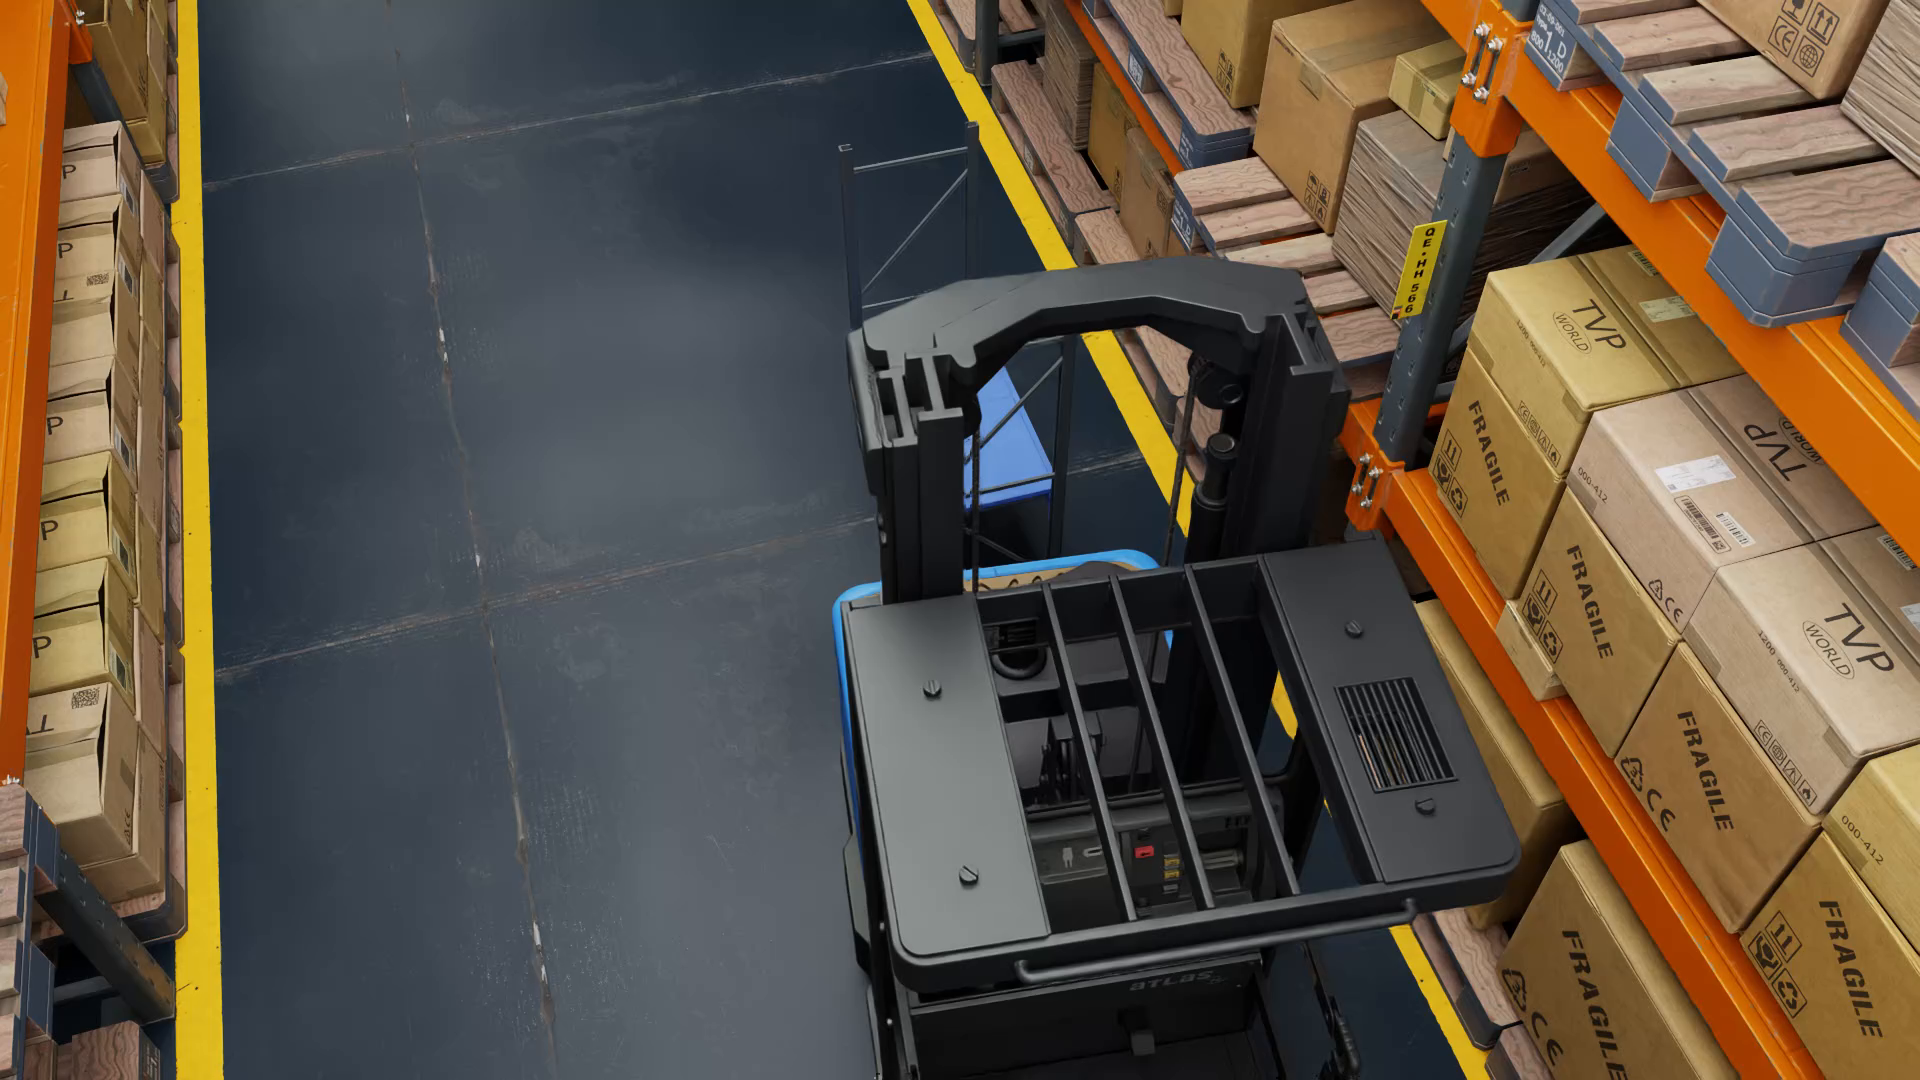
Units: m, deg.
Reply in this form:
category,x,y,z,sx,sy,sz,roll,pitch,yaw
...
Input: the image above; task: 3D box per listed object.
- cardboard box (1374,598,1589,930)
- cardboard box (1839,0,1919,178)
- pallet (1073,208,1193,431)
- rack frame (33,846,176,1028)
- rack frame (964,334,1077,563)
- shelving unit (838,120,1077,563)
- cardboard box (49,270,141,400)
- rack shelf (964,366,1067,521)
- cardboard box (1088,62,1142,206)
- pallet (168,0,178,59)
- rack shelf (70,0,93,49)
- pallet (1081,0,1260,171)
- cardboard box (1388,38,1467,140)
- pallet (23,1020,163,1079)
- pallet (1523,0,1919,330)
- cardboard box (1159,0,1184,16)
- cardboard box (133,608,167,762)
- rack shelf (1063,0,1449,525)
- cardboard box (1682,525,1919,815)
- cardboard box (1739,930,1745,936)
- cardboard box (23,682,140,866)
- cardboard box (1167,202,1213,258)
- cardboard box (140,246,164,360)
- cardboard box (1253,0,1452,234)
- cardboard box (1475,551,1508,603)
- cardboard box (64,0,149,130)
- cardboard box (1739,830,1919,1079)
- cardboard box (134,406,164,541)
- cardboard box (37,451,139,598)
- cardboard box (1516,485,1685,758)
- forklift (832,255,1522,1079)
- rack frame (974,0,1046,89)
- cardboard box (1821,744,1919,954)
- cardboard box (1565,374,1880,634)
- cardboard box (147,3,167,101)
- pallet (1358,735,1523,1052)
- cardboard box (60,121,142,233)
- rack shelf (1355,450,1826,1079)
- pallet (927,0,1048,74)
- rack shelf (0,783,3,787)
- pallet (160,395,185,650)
category,x,y,z,sx,sy,sz,roll,pitch,yaw
cardboard box,1.846,0.618,5.189,0.750,0.750,0.750,-14,51,-11
cardboard box,2.159,-0.931,3.048,0.700,0.500,0.500,-16,52,-13
pallet,1.167,-1.068,7.302,1.003,0.211,1.213,-13,51,-11
rack frame,-2.978,0.616,4.058,1.000,3.000,0.127,-13,51,-11
rack frame,0.125,-0.174,5.706,0.500,1.500,0.032,-13,51,-11
shelving unit,-0.025,-0.546,6.019,0.538,1.500,1.048,-13,51,-11
cardboard box,-3.462,-0.761,6.376,0.500,0.311,0.500,-13,51,-11
rack shelf,-0.025,-0.430,6.156,0.538,0.185,1.000,-13,51,-11
cardboard box,1.005,-1.864,7.497,0.700,0.500,0.500,-14,51,-12
pallet,-4.720,-2.890,8.838,1.003,0.211,1.213,-13,51,-11
rack shelf,-4.752,-3.534,8.028,1.077,0.370,4.000,-13,51,-11
pallet,1.129,-1.881,6.289,1.003,0.211,1.213,-13,51,-11
cardboard box,1.514,-1.367,4.953,0.380,0.149,0.250,-21,53,-17
pallet,-2.793,2.069,4.658,1.003,0.211,1.213,-13,51,-11
pallet,1.995,-0.954,3.544,1.213,0.211,1.003,-11,51,-9
cardboard box,1.071,-2.339,6.197,0.700,0.500,0.500,-7,50,-6
cardboard box,-3.001,0.551,5.637,0.500,0.250,0.500,-15,51,-12
rack shelf,1.162,-1.736,6.511,1.077,0.370,4.000,-13,51,-11
cardboard box,1.953,0.264,3.592,0.500,0.250,0.500,-13,51,-11
cardboard box,2.037,0.794,4.060,0.380,0.149,0.250,-13,51,-10
cardboard box,-2.852,0.737,5.113,0.500,0.311,0.500,-12,51,-10
cardboard box,1.275,-1.116,6.866,0.700,0.500,0.500,-14,51,-11
cardboard box,-3.613,-0.947,6.900,0.500,0.250,0.500,-14,51,-12
cardboard box,1.414,-1.424,5.425,0.700,0.500,0.500,-18,52,-14
cardboard box,1.696,0.047,4.690,0.380,0.149,0.250,-13,51,-10
cardboard box,-3.999,-2.206,7.471,0.500,0.500,0.500,-13,51,-11
cardboard box,2.106,0.897,3.548,0.500,0.500,0.500,-12,51,-10
cardboard box,-3.312,-0.202,6.272,0.500,0.250,0.500,-12,51,-10
cardboard box,-3.164,-0.018,5.750,0.500,0.311,0.500,-15,51,-12
cardboard box,1.799,0.156,4.173,0.500,0.500,0.500,-12,51,-10
forklift,0.355,0.940,3.830,1.130,2.935,3.031,-8,50,-6
rack frame,0.571,-3.428,7.468,1.000,3.000,0.127,-13,51,-11
cardboard box,2.110,0.635,3.279,0.500,0.250,0.500,-14,51,-12
cardboard box,1.801,-0.101,3.899,0.500,0.250,0.500,-14,51,-11
cardboard box,-4.151,-2.328,8.064,0.500,0.250,0.500,-13,51,-11
pallet,1.915,0.985,5.571,1.003,0.211,1.213,-13,51,-11
cardboard box,-3.767,-1.504,7.003,0.500,0.311,0.500,-13,51,-11
rack shelf,2.345,1.186,4.049,1.077,0.370,4.000,-13,51,-11
pallet,0.338,-3.012,8.941,1.003,0.211,1.213,-13,51,-11
rack shelf,-2.386,2.309,3.102,1.077,0.370,4.000,-13,51,-11
pallet,-3.541,0.015,6.389,1.003,0.211,1.213,-13,51,-11
